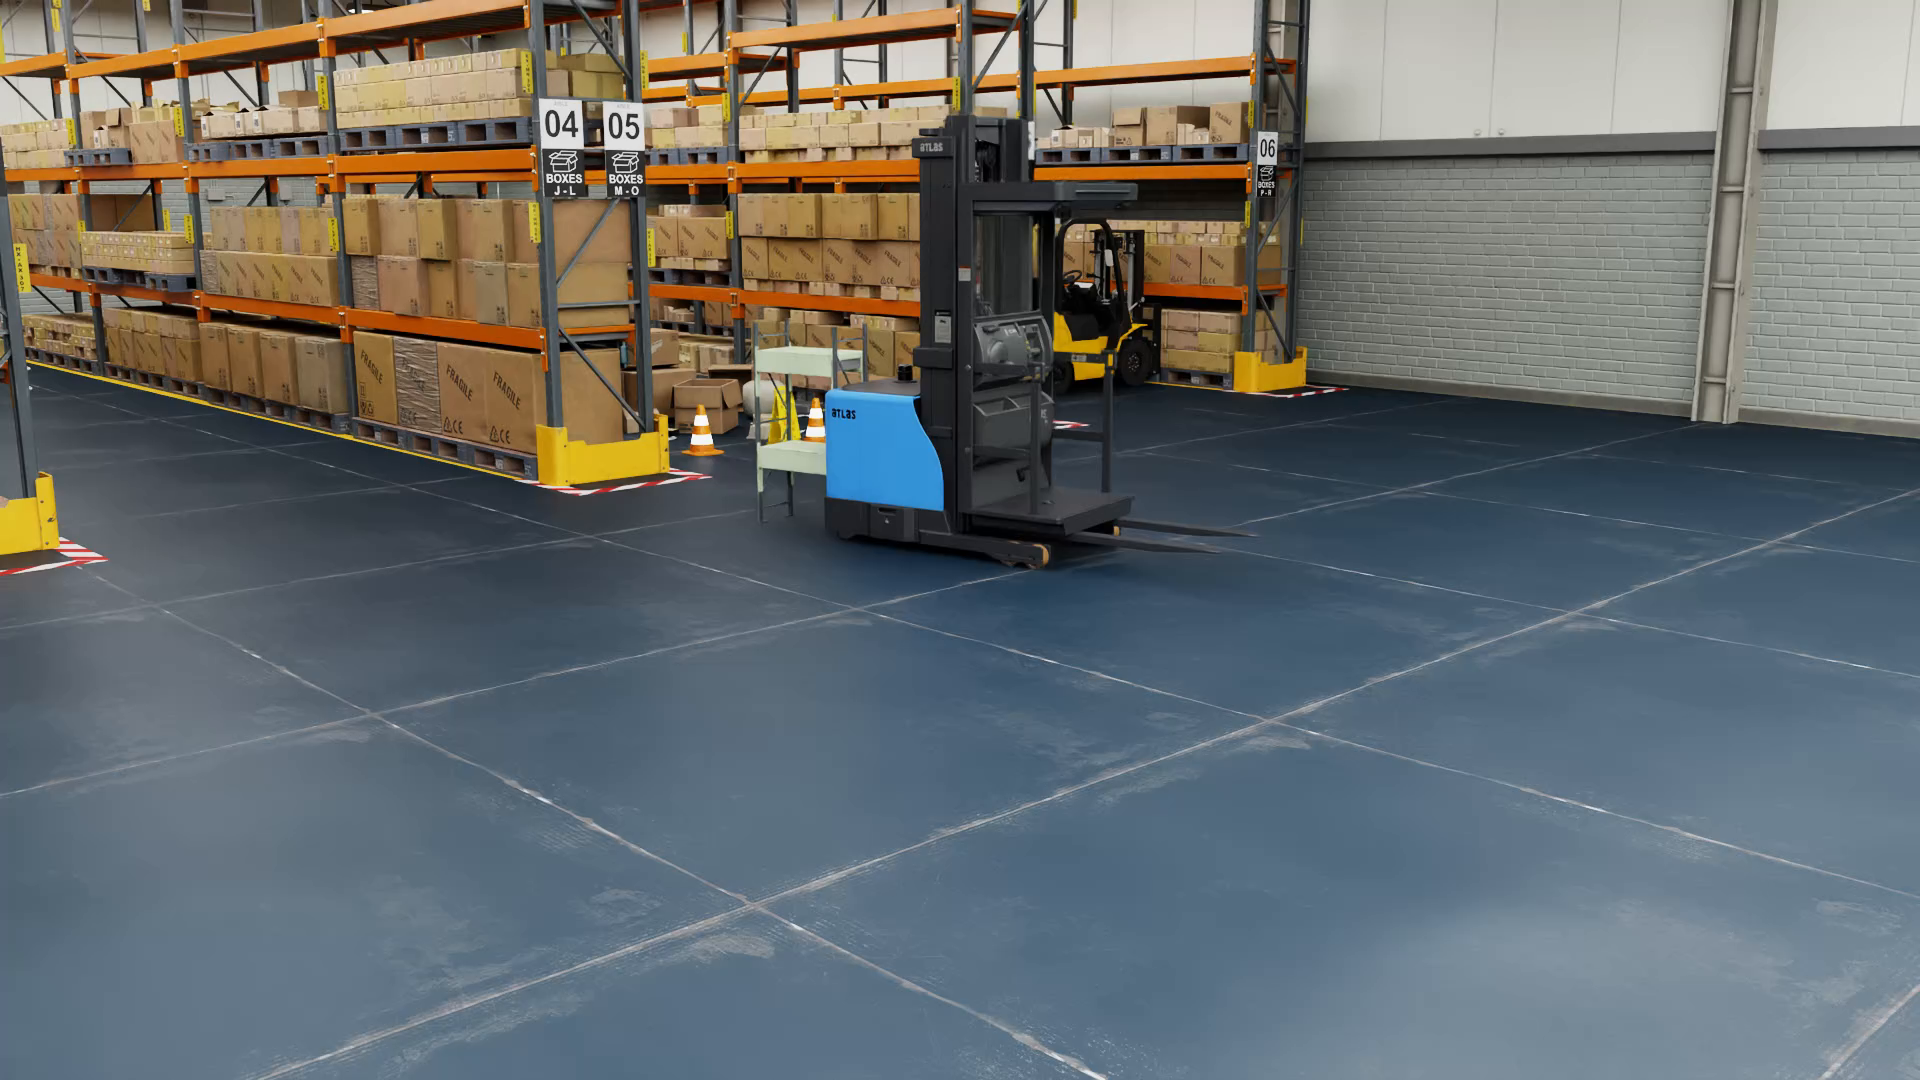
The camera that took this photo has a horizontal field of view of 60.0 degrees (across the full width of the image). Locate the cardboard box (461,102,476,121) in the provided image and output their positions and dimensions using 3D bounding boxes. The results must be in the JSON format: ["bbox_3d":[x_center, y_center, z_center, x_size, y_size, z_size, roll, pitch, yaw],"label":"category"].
[{"bbox_3d":[-4.130,-3.741,14.536,0.380,0.149,0.250,-11,16,-42],"label":"cardboard box"}]

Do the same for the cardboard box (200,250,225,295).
[{"bbox_3d":[-8.539,-3.141,19.476,0.500,0.500,0.500,-11,16,-42],"label":"cardboard box"}]

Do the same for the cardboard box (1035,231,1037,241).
[{"bbox_3d":[1.236,-4.292,23.453,0.380,0.149,0.250,-11,16,-43],"label":"cardboard box"}]

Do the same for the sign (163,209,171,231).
[{"bbox_3d":[-11.017,-4.424,23.081,0.100,0.325,0.005,-11,16,-43],"label":"sign"}]

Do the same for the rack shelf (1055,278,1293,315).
[{"bbox_3d":[2.587,-3.364,22.589,1.077,0.370,4.000,-11,16,-43],"label":"rack shelf"}]

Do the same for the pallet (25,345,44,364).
[{"bbox_3d":[-13.591,-2.862,25.282,1.003,0.211,1.213,-11,16,-43],"label":"pallet"}]

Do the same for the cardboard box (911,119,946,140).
[{"bbox_3d":[-0.167,-4.311,17.602,0.500,0.250,0.500,-11,16,-43],"label":"cardboard box"}]

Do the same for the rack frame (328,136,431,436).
[{"bbox_3d":[-5.892,-2.611,17.153,1.000,3.000,0.127,-11,16,-43],"label":"rack frame"}]

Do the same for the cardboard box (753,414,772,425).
[{"bbox_3d":[-1.985,-1.246,17.589,0.380,0.149,0.250,-3,12,-13],"label":"cardboard box"}]

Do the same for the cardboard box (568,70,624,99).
[{"bbox_3d":[-3.277,-3.930,14.465,0.500,0.250,0.500,-11,16,-43],"label":"cardboard box"}]

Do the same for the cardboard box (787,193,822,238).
[{"bbox_3d":[-1.570,-3.751,19.223,0.700,0.500,0.500,-11,16,-44],"label":"cardboard box"}]

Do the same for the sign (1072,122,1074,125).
[{"bbox_3d":[1.606,-5.847,23.946,0.100,0.325,0.005,-11,16,-43],"label":"sign"}]

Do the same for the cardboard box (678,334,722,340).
[{"bbox_3d":[-3.726,-2.516,22.164,0.950,0.372,0.625,-10,15,-41],"label":"cardboard box"}]

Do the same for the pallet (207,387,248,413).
[{"bbox_3d":[-8.164,-1.704,19.658,1.003,0.211,1.213,-11,16,-43],"label":"pallet"}]

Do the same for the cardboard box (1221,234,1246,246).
[{"bbox_3d":[3.526,-3.803,21.080,0.380,0.149,0.250,-11,16,-42],"label":"cardboard box"}]

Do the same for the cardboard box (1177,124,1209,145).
[{"bbox_3d":[3.001,-5.198,21.319,0.396,0.266,0.258,-11,16,-42],"label":"cardboard box"}]

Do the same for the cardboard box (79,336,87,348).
[{"bbox_3d":[-12.060,-2.773,23.227,0.250,0.149,0.380,11,16,42],"label":"cardboard box"}]

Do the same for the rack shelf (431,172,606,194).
[{"bbox_3d":[-6.525,-5.308,24.593,1.077,0.370,4.000,-11,16,-43],"label":"rack shelf"}]

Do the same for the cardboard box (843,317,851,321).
[{"bbox_3d":[-1.426,-2.419,20.135,0.500,0.500,0.500,-11,16,-42],"label":"cardboard box"}]

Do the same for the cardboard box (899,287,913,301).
[{"bbox_3d":[-0.449,-2.696,18.185,0.380,0.149,0.250,-11,16,-44],"label":"cardboard box"}]

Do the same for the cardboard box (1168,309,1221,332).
[{"bbox_3d":[3.068,-2.871,21.706,0.500,0.250,0.500,-11,16,-42],"label":"cardboard box"}]

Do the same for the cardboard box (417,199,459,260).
[{"bbox_3d":[-4.553,-2.917,15.588,0.875,0.550,0.500,-11,16,-43],"label":"cardboard box"}]

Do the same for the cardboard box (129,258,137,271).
[{"bbox_3d":[-10.209,-3.474,20.920,0.380,0.149,0.250,-10,15,-41],"label":"cardboard box"}]

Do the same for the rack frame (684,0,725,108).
[{"bbox_3d":[-4.319,-8.114,28.994,1.000,3.000,0.127,-11,16,-43],"label":"rack frame"}]

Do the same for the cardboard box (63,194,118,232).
[{"bbox_3d":[-11.937,-4.494,22.829,0.500,0.500,0.500,11,16,43],"label":"cardboard box"}]

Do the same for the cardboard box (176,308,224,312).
[{"bbox_3d":[-9.999,-2.902,21.860,0.500,0.250,0.500,11,16,43],"label":"cardboard box"}]

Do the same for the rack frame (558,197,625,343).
[{"bbox_3d":[-5.144,-3.900,23.406,1.000,3.000,0.127,-11,16,-43],"label":"rack frame"}]

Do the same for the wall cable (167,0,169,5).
[{"bbox_3d":[-15.918,-11.519,30.652,2.355,3.000,0.029,-11,16,-43],"label":"wall cable"}]

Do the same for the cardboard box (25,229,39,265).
[{"bbox_3d":[-13.351,-4.306,24.391,0.500,0.500,0.500,-11,16,-42],"label":"cardboard box"}]

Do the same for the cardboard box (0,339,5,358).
[{"bbox_3d":[-6.811,-1.303,11.425,0.380,0.149,0.250,-11,16,-43],"label":"cardboard box"}]

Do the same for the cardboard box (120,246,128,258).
[{"bbox_3d":[-10.395,-3.658,21.076,0.380,0.149,0.250,-11,16,-44],"label":"cardboard box"}]

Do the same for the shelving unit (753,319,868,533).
[{"bbox_3d":[-1.102,-0.858,12.357,0.755,1.500,0.431,8,14,32],"label":"shelving unit"}]

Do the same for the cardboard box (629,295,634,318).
[{"bbox_3d":[-5.872,-4.417,31.072,0.500,0.500,0.500,-11,16,-42],"label":"cardboard box"}]

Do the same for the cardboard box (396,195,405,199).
[{"bbox_3d":[-8.805,-5.466,26.677,0.380,0.149,0.250,-11,16,-43],"label":"cardboard box"}]

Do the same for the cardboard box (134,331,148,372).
[{"bbox_3d":[-10.360,-2.464,21.591,0.500,0.500,0.500,-11,16,-42],"label":"cardboard box"}]

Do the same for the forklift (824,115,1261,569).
[{"bbox_3d":[0.541,-1.364,11.268,3.031,2.935,1.130,8,14,32],"label":"forklift"}]

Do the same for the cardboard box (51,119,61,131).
[{"bbox_3d":[-12.219,-5.689,22.803,0.380,0.149,0.250,-11,16,-43],"label":"cardboard box"}]

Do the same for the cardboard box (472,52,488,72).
[{"bbox_3d":[-3.956,-4.095,14.278,0.380,0.149,0.250,-11,16,-42],"label":"cardboard box"}]

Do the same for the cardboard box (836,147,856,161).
[{"bbox_3d":[-1.161,-4.309,18.583,0.380,0.149,0.250,-11,16,-43],"label":"cardboard box"}]

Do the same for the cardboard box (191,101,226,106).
[{"bbox_3d":[-9.295,-5.293,20.589,0.396,0.266,0.258,-11,16,-43],"label":"cardboard box"}]

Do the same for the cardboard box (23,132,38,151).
[{"bbox_3d":[-13.012,-5.678,23.736,0.500,0.250,0.500,11,16,43],"label":"cardboard box"}]

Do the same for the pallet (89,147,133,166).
[{"bbox_3d":[-10.349,-4.900,21.294,1.213,0.211,1.003,-11,16,-43],"label":"pallet"}]

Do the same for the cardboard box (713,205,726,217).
[{"bbox_3d":[-3.275,-4.296,21.697,0.380,0.149,0.250,-10,15,-39],"label":"cardboard box"}]

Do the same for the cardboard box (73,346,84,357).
[{"bbox_3d":[-12.282,-2.677,23.497,0.250,0.149,0.380,11,16,43],"label":"cardboard box"}]

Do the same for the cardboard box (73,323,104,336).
[{"bbox_3d":[-12.233,-2.962,23.407,0.380,0.149,0.250,-11,16,-43],"label":"cardboard box"}]

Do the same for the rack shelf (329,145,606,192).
[{"bbox_3d":[-4.511,-3.436,15.506,1.077,0.370,4.000,-11,16,-43],"label":"rack shelf"}]

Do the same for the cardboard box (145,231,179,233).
[{"bbox_3d":[-10.635,-4.045,22.217,0.250,0.149,0.380,11,16,43],"label":"cardboard box"}]

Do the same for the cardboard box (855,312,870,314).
[{"bbox_3d":[-1.135,-3.542,26.512,0.875,0.625,0.625,-10,15,-41],"label":"cardboard box"}]

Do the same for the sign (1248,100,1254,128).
[{"bbox_3d":[3.566,-5.215,20.358,0.100,0.325,0.005,-11,16,-43],"label":"sign"}]

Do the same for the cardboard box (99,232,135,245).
[{"bbox_3d":[-10.934,-3.917,21.598,0.380,0.149,0.250,-11,16,-43],"label":"cardboard box"}]

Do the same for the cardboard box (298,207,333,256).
[{"bbox_3d":[-6.596,-3.297,17.753,0.700,0.500,0.500,-11,16,-43],"label":"cardboard box"}]

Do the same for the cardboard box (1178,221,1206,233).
[{"bbox_3d":[3.057,-4.072,21.652,0.380,0.149,0.250,-11,16,-42],"label":"cardboard box"}]

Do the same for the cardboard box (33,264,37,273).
[{"bbox_3d":[-13.561,-4.050,24.758,0.380,0.149,0.250,-10,15,-40],"label":"cardboard box"}]

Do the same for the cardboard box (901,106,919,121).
[{"bbox_3d":[-0.406,-4.555,17.798,0.380,0.149,0.250,-11,16,-43],"label":"cardboard box"}]

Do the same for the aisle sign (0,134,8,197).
[{"bbox_3d":[-6.527,-2.657,10.933,0.394,0.787,0.004,-11,16,-43],"label":"aisle sign"}]

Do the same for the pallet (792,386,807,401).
[{"bbox_3d":[-1.892,-1.857,20.402,1.003,0.211,1.213,-11,16,-43],"label":"pallet"}]

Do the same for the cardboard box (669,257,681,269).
[{"bbox_3d":[-3.488,-3.545,21.269,0.380,0.149,0.250,-11,16,-42],"label":"cardboard box"}]
